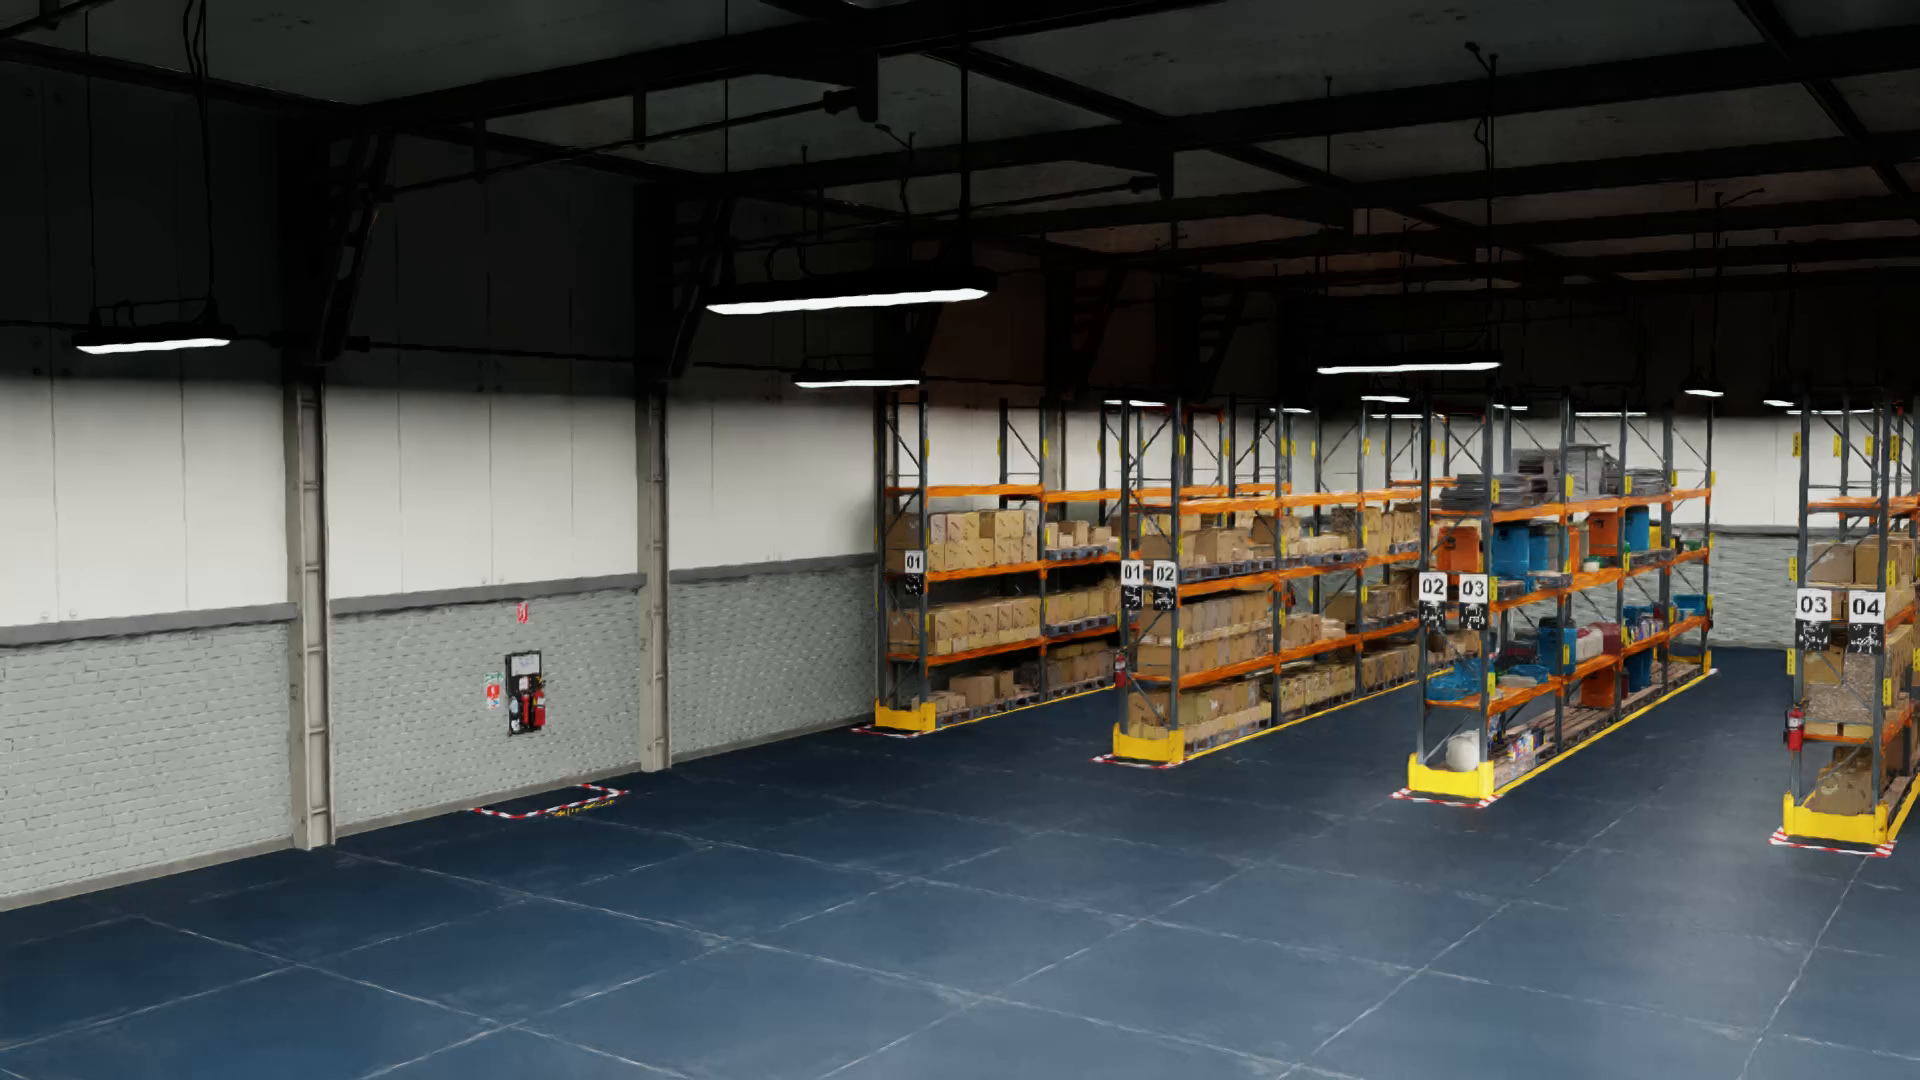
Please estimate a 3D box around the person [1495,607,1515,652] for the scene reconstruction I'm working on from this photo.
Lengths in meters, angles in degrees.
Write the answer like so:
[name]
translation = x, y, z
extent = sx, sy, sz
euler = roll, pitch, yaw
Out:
[person]
translation = 13.293, 1.936, 40.466
extent = 0.486, 1.671, 0.619
euler = -1, 3, -9
